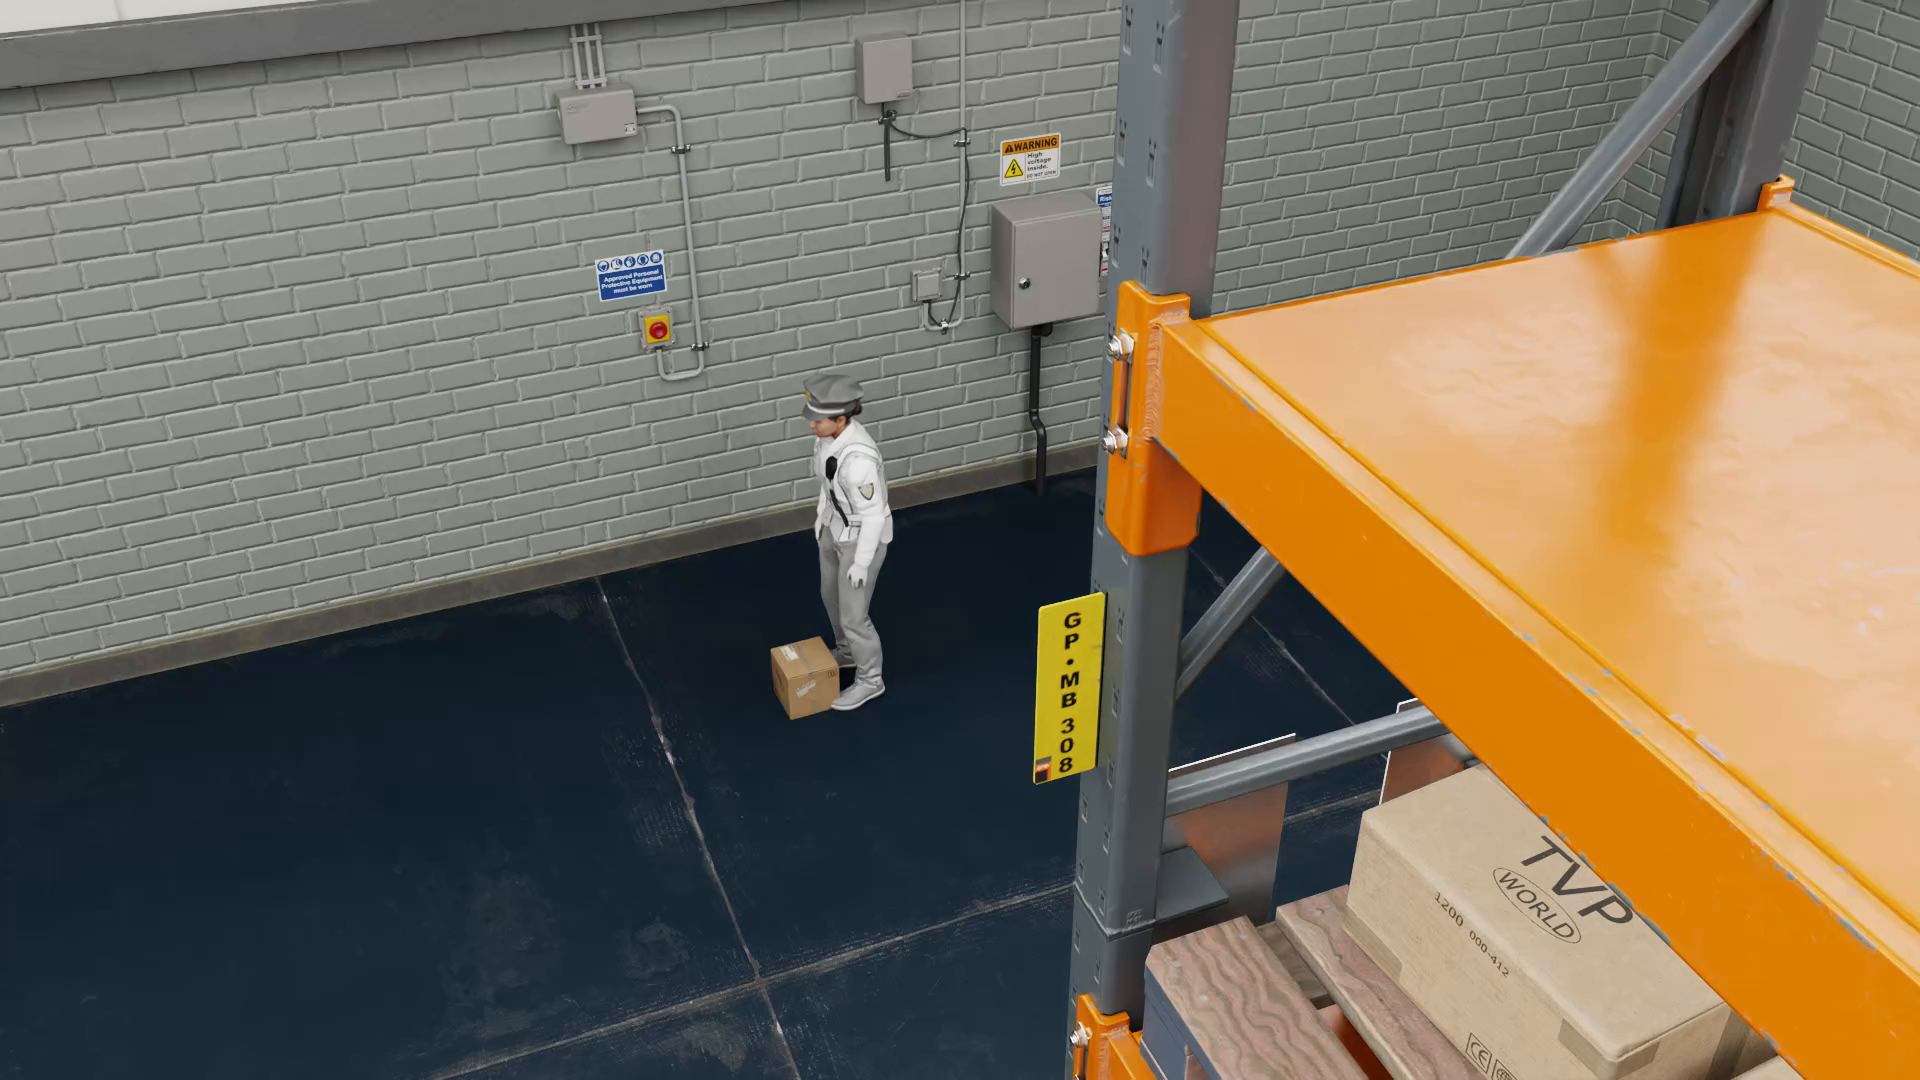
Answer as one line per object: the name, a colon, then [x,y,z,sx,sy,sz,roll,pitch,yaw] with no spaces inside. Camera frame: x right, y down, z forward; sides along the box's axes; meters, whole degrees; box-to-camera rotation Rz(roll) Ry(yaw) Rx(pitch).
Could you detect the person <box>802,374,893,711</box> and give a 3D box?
person: [-0.504,0.003,7.515,0.369,1.663,0.518,-14,36,-20]
